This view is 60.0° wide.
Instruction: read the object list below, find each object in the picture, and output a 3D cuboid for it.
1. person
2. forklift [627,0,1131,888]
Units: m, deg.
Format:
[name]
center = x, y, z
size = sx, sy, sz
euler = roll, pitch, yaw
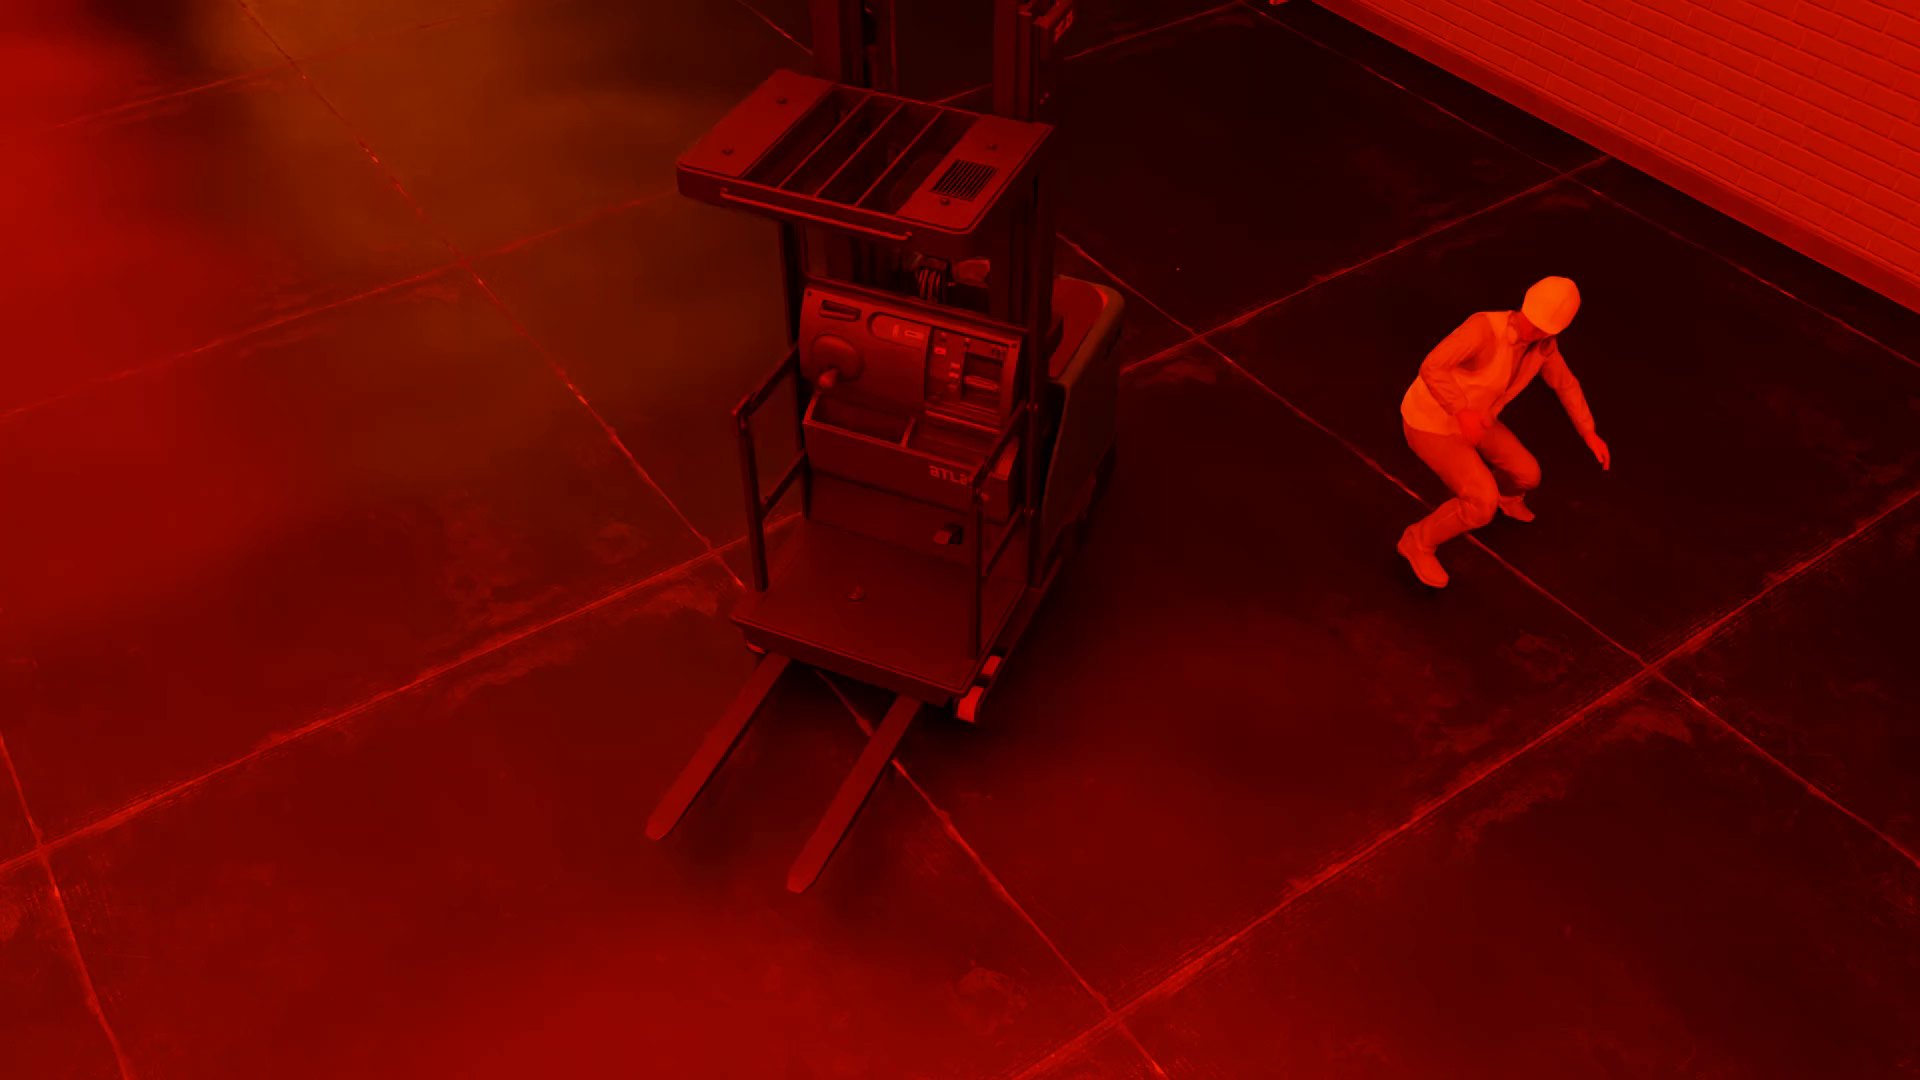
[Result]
[person]
center = 2.425, -0.527, 7.377
size = 0.881, 1.553, 0.698
euler = -25, 48, -25
[forklift]
center = -0.314, -0.646, 6.416
size = 1.130, 2.935, 3.031
euler = 18, 46, 19
